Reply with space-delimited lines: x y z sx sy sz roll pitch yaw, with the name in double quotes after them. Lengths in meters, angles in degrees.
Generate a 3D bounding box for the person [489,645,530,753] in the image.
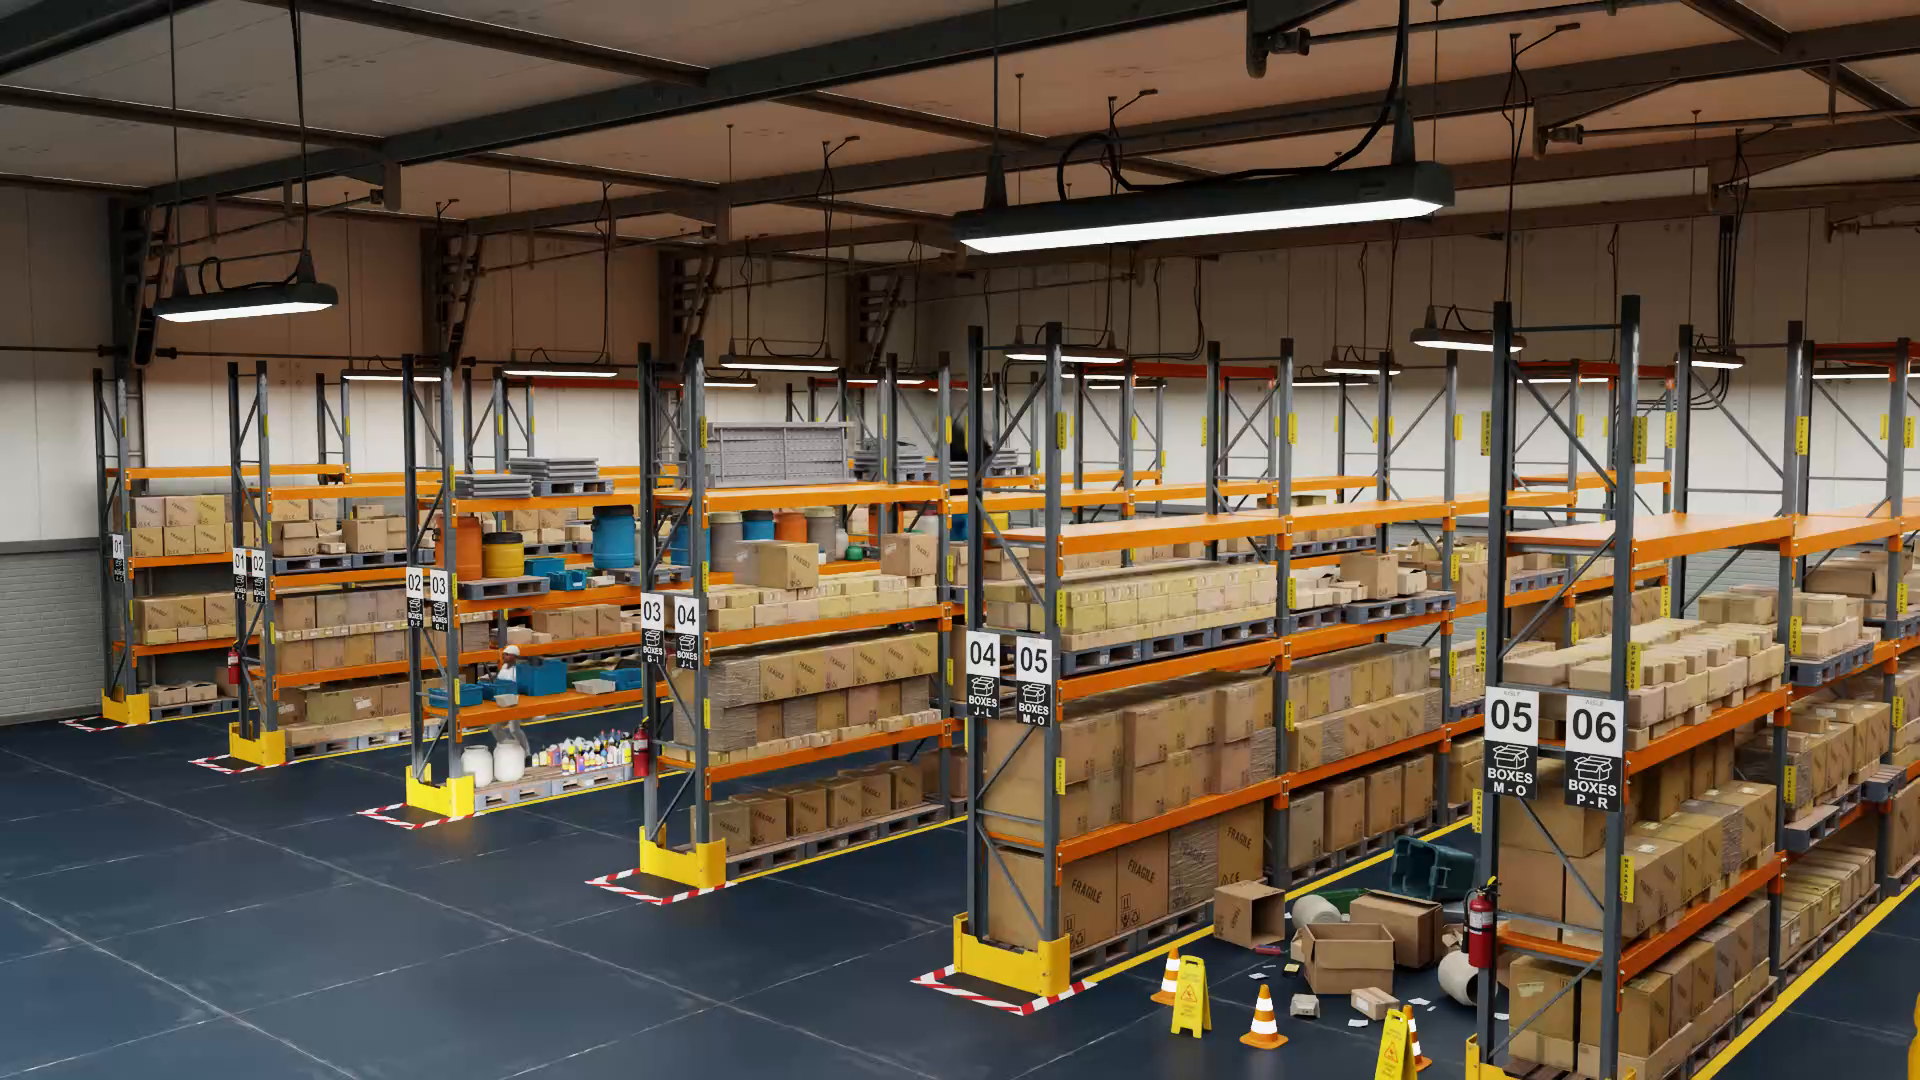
-6.737 2.394 24.806 0.675 1.656 0.689 3 5 36 "person"
